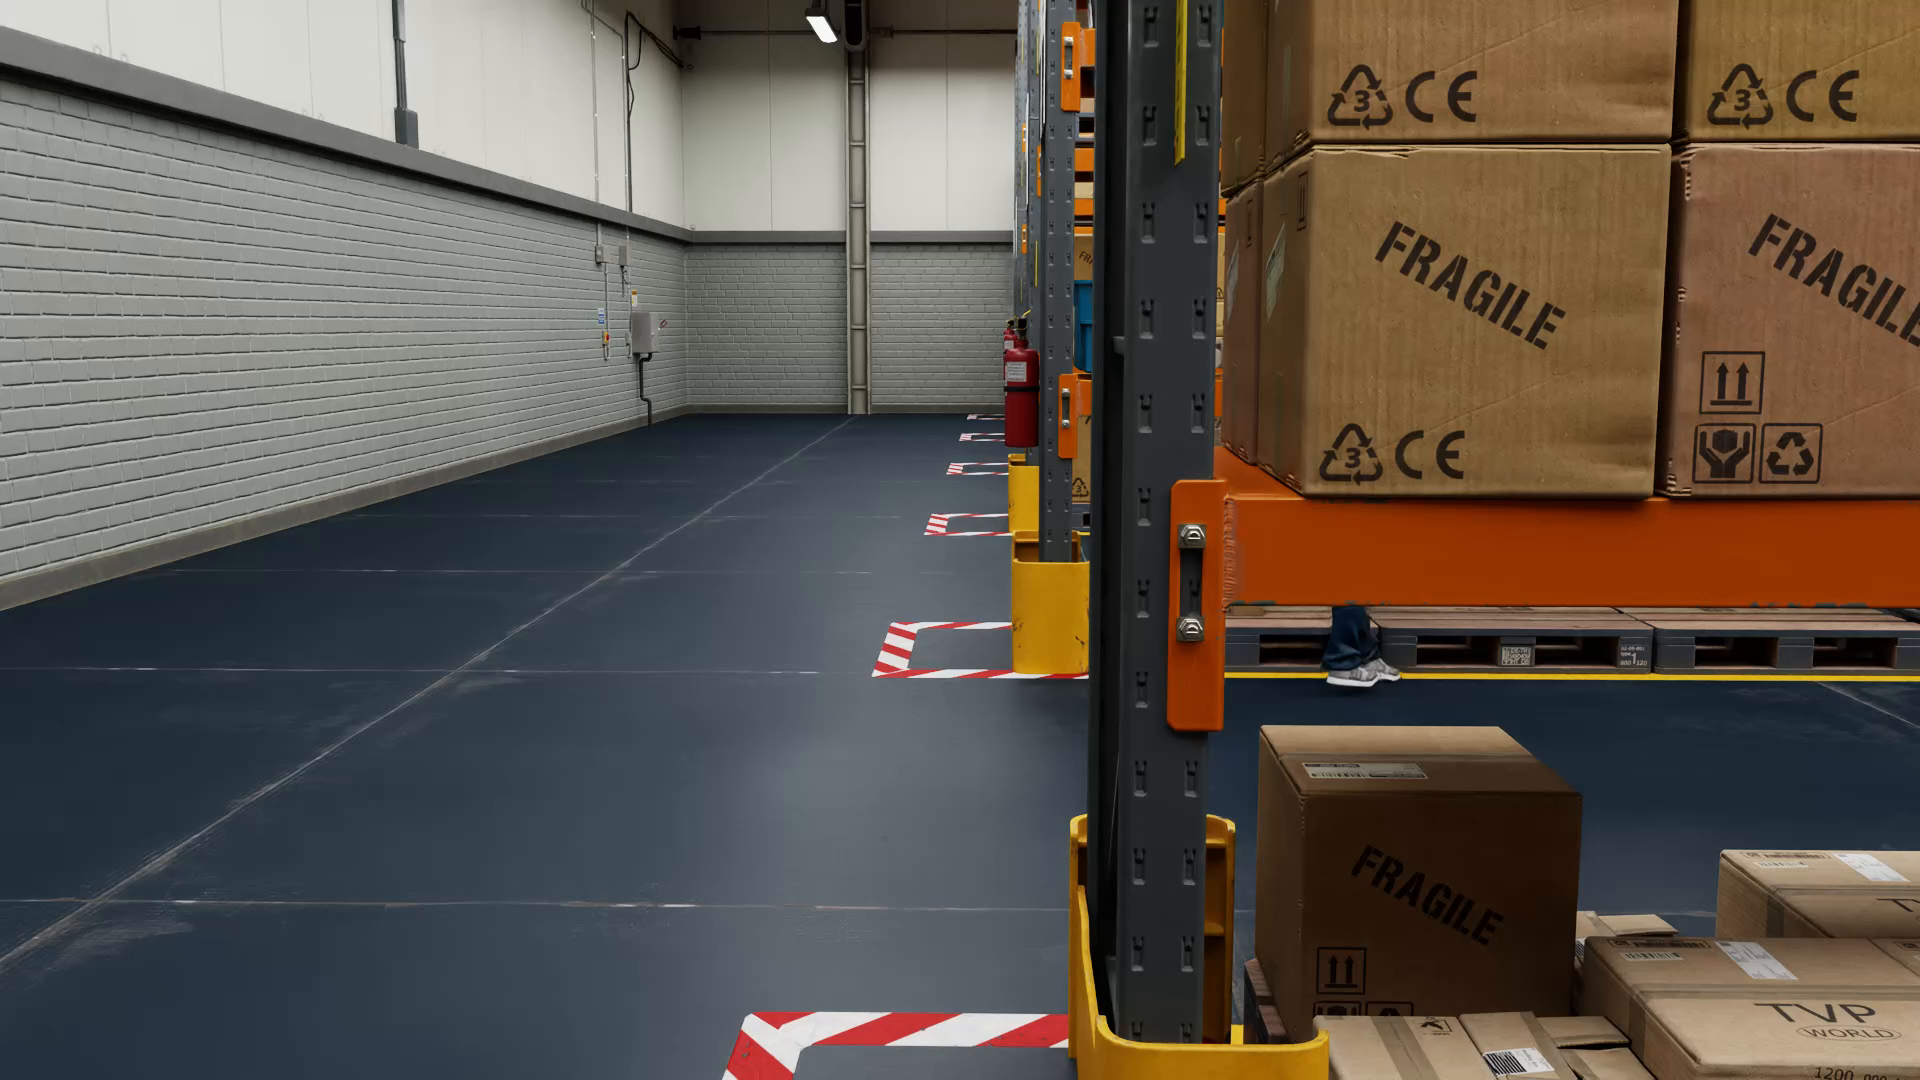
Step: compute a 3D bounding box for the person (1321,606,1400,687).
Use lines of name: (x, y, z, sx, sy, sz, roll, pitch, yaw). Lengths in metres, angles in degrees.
person: (1.680, -0.171, 7.087, 0.539, 1.613, 0.440, -7, 10, -41)
